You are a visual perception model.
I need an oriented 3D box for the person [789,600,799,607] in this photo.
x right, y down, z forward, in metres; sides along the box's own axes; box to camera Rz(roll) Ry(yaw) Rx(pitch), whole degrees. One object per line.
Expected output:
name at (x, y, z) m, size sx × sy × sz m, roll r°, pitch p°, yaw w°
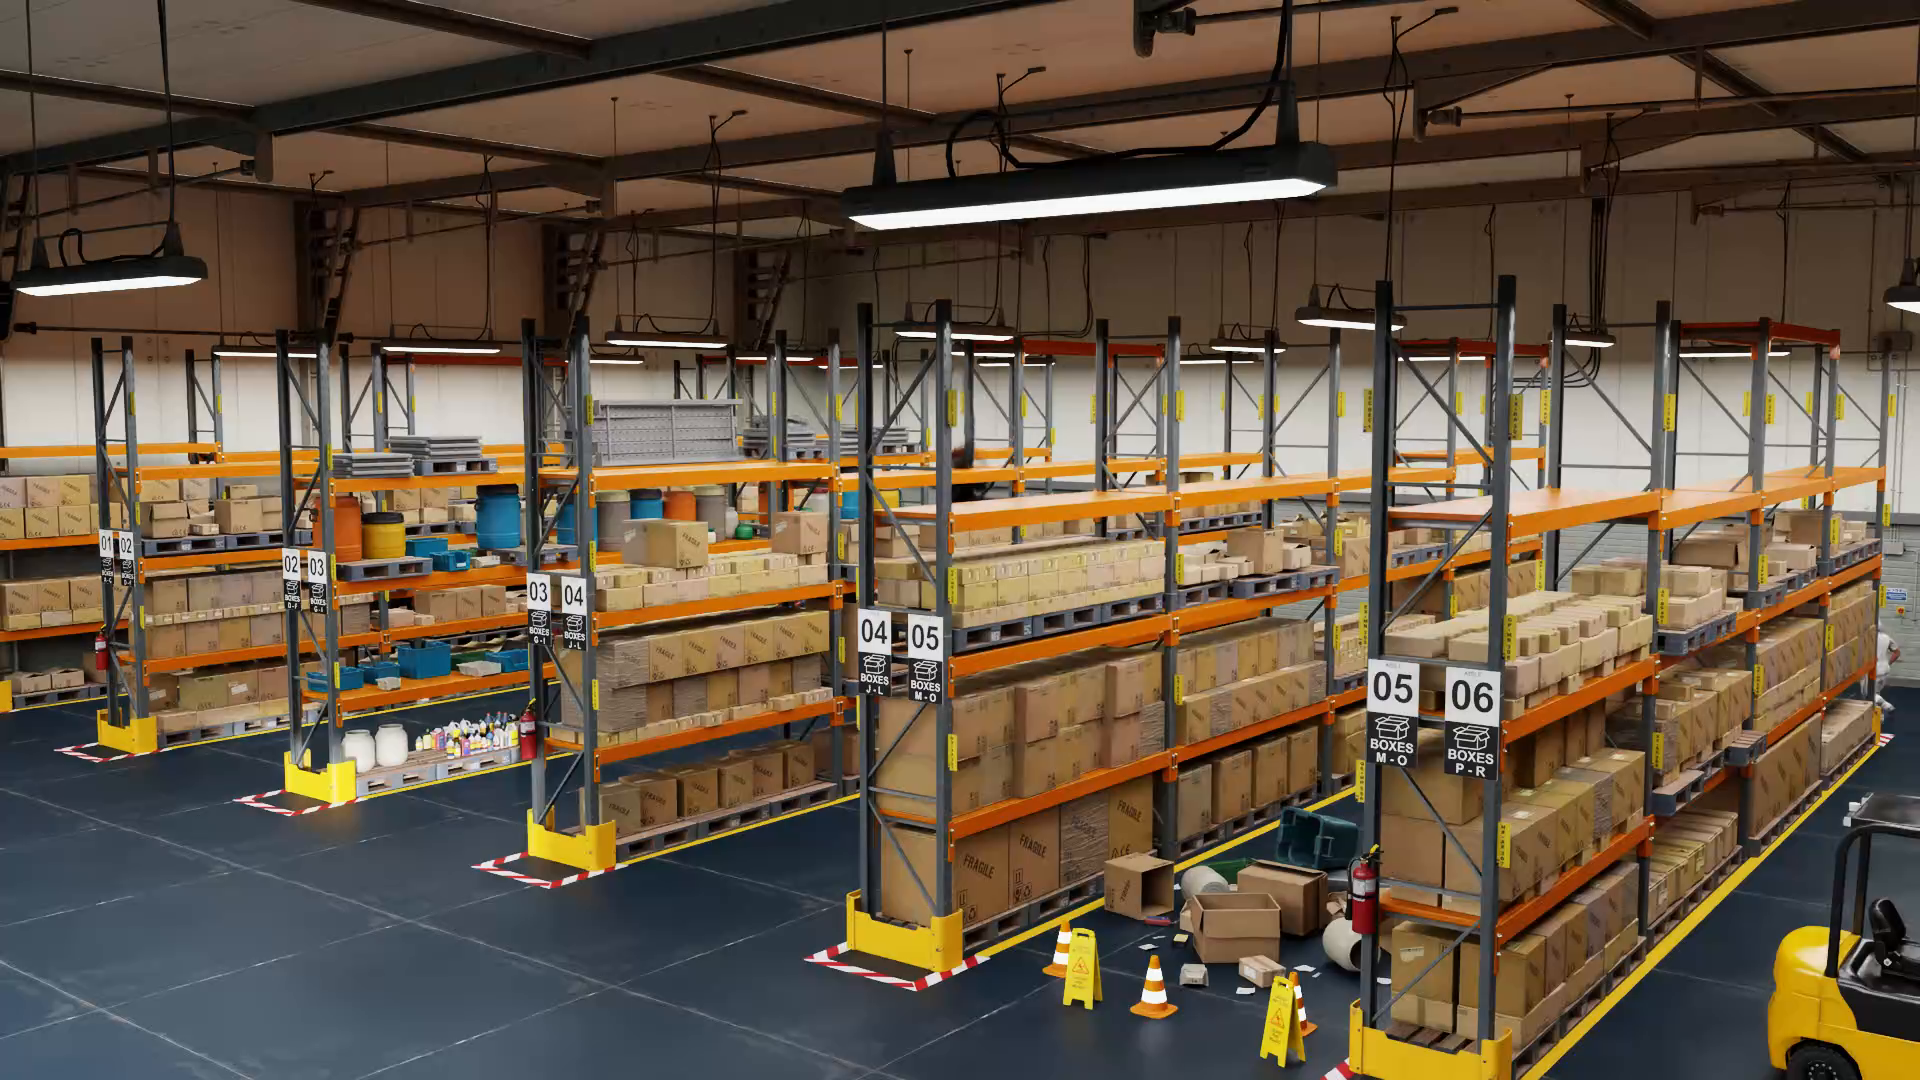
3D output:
person at (-3.307, 1.489, 32.746) m, size 0.708 × 1.691 × 0.601 m, roll 3°, pitch 6°, yaw 29°

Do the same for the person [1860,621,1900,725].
person at (14.265, 2.065, 25.866) m, size 0.703 × 1.728 × 0.650 m, roll -1°, pitch 5°, yaw -11°
